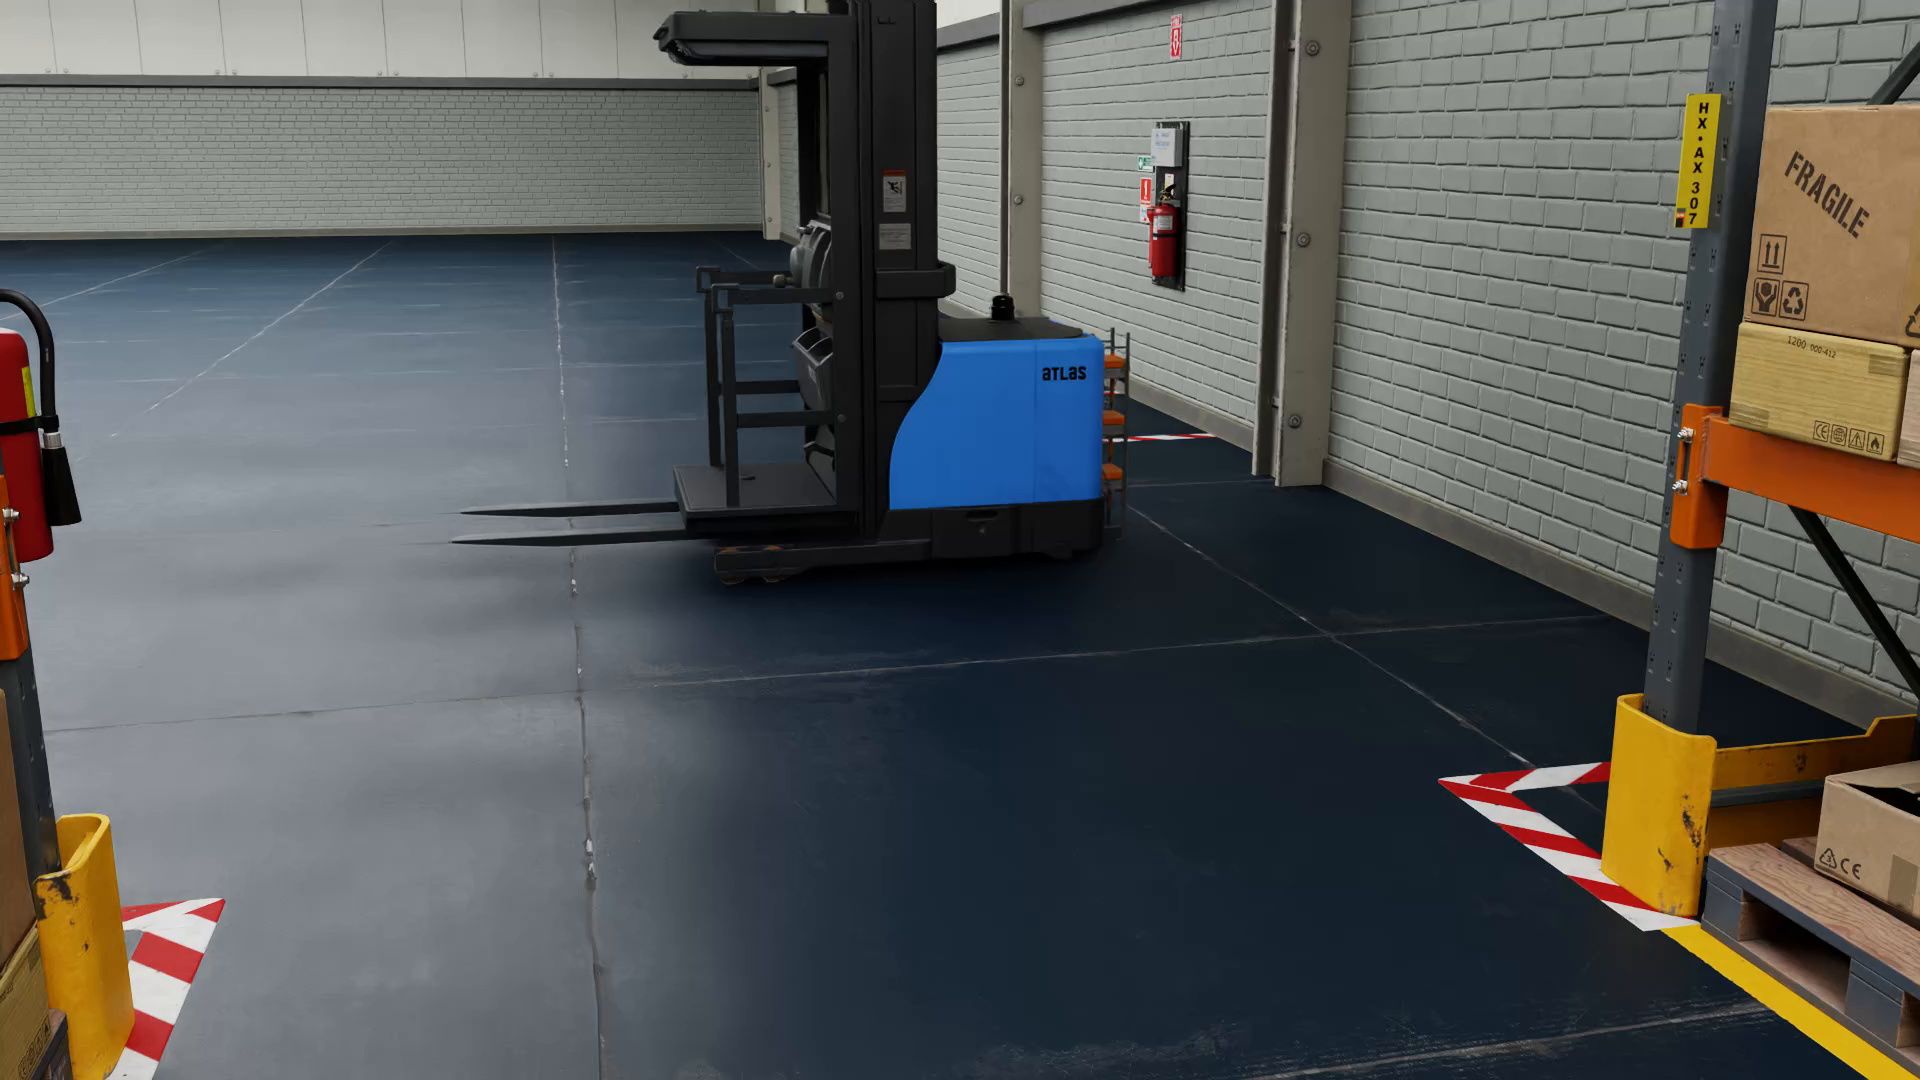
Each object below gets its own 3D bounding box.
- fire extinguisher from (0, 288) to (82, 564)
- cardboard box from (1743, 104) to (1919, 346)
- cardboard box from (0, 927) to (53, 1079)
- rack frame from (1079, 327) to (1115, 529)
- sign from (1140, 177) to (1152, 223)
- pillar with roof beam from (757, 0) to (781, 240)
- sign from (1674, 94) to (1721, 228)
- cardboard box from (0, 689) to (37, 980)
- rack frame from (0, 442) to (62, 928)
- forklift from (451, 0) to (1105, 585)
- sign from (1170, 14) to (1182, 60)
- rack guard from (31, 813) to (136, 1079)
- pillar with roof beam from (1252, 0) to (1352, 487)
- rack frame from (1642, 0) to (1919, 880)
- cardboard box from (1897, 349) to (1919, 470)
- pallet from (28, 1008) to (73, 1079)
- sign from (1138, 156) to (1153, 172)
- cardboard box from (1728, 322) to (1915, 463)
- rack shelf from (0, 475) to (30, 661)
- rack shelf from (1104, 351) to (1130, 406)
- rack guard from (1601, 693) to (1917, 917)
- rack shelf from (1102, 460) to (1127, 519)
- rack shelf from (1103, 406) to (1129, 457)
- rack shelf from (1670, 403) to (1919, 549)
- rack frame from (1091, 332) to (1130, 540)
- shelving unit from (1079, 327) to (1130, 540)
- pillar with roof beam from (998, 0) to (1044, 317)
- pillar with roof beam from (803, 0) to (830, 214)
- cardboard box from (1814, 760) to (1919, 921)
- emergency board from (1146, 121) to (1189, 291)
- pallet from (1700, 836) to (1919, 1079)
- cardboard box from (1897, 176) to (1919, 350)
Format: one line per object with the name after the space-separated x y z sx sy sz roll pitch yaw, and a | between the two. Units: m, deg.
-2.024 -0.291 3.462 0.296 0.674 0.183 -3 14 -13 | fire extinguisher
2.187 -0.727 3.776 0.500 0.500 0.500 -3 14 -13 | cardboard box
-2.034 0.963 3.072 0.500 0.250 0.500 -3 14 -13 | cardboard box
0.685 -0.563 8.521 0.200 1.050 0.008 -3 14 -12 | rack frame
1.390 -2.546 12.454 0.001 0.329 0.234 -3 14 -13 | sign
-7.858 -10.034 30.539 9.100 9.000 0.400 -3 14 -13 | pillar with roof beam
1.840 -0.943 4.142 0.100 0.325 0.005 -3 14 -13 | sign
-2.032 0.599 2.984 0.500 0.500 0.500 -3 14 -13 | cardboard box
-2.447 -0.276 3.235 1.000 3.000 0.127 -3 14 -13 | rack frame
-0.880 -1.356 7.802 3.031 2.935 1.130 -3 14 -12 | forklift
1.515 -3.529 11.668 0.001 0.298 0.199 -3 14 -13 | sign
-2.453 0.933 3.554 1.175 0.500 0.348 -3 14 -13 | rack guard
-2.222 -4.498 7.876 9.100 9.000 0.400 -3 14 -13 | pillar with roof beam
2.367 -0.553 4.369 1.000 3.000 0.127 -3 14 -13 | rack frame
2.309 -0.240 3.364 0.500 0.250 0.500 -4 14 -15 | cardboard box
-2.227 1.253 2.853 1.003 0.211 1.213 -3 14 -13 | pallet
1.383 -2.802 12.385 0.001 0.109 0.331 -3 14 -13 | sign
2.173 -0.359 3.851 0.500 0.250 0.500 -4 14 -15 | cardboard box
-1.978 0.535 1.432 1.077 0.370 4.000 -3 14 -13 | rack shelf
0.711 -0.800 8.340 0.215 0.259 0.240 -3 14 -12 | rack shelf
2.385 0.679 4.593 1.175 0.500 0.348 -3 14 -13 | rack guard
0.711 -0.255 8.473 0.215 0.259 0.240 -3 14 -12 | rack shelf
0.711 -0.525 8.408 0.215 0.259 0.240 -3 14 -12 | rack shelf
2.837 0.258 2.565 1.077 0.370 4.000 -3 14 -13 | rack shelf
0.738 -0.507 8.289 0.200 1.050 0.008 -3 14 -12 | rack frame
0.711 -0.535 8.405 0.215 1.050 0.252 -3 14 -12 | shelving unit
-3.631 -5.882 13.542 9.100 9.000 0.400 -3 14 -13 | pillar with roof beam
-6.449 -8.650 24.873 9.100 9.000 0.400 -3 14 -13 | pillar with roof beam
2.442 0.704 3.962 0.500 0.311 0.500 -5 15 -20 | cardboard box
1.420 -2.396 11.913 0.194 1.169 0.643 -3 14 -13 | emergency board
2.541 1.009 3.853 1.003 0.211 1.213 -3 14 -13 | pallet
2.293 -0.612 3.307 0.500 0.500 0.500 -3 14 -13 | cardboard box
